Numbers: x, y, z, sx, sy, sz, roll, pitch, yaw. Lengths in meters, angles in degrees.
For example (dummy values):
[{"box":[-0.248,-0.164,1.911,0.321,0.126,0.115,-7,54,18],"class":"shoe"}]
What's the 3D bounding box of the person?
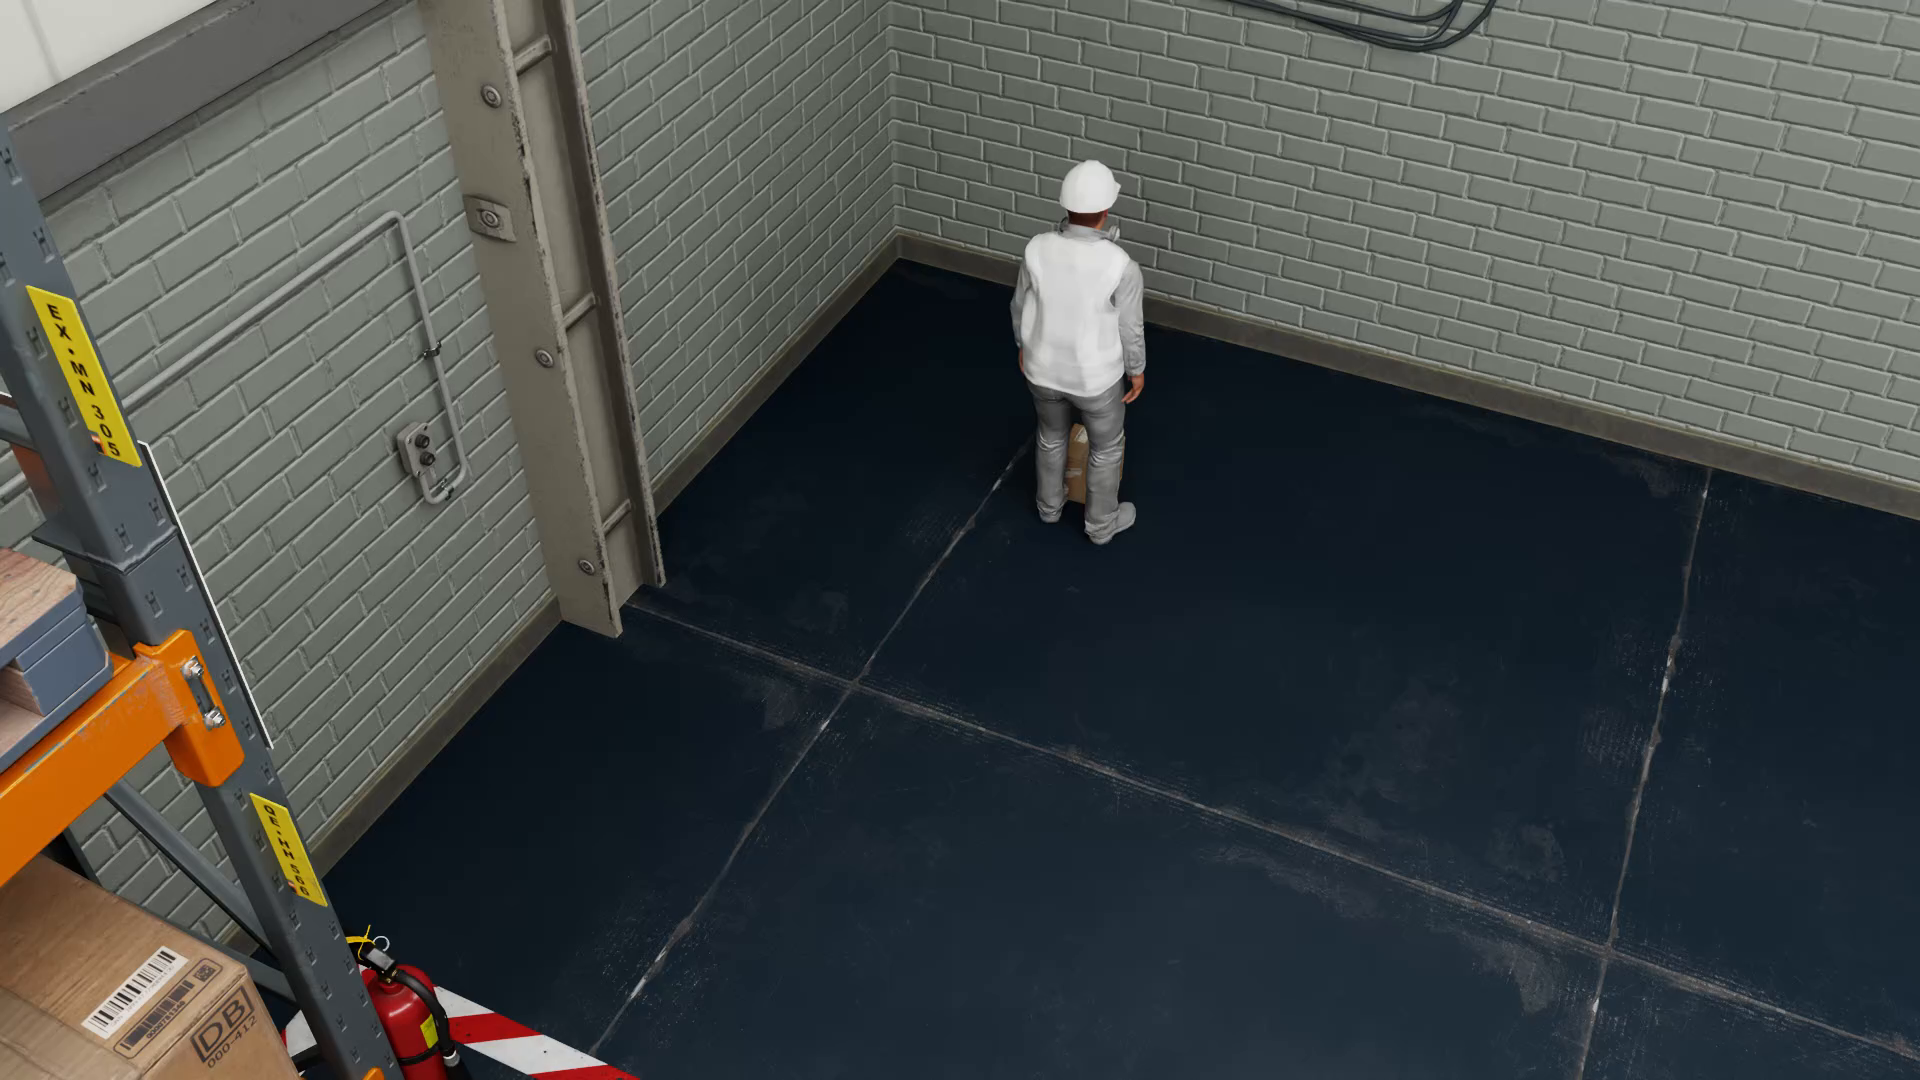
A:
[{"box":[0.496,-0.751,6.985,0.581,1.768,0.464,17,44,18],"class":"person"}]
